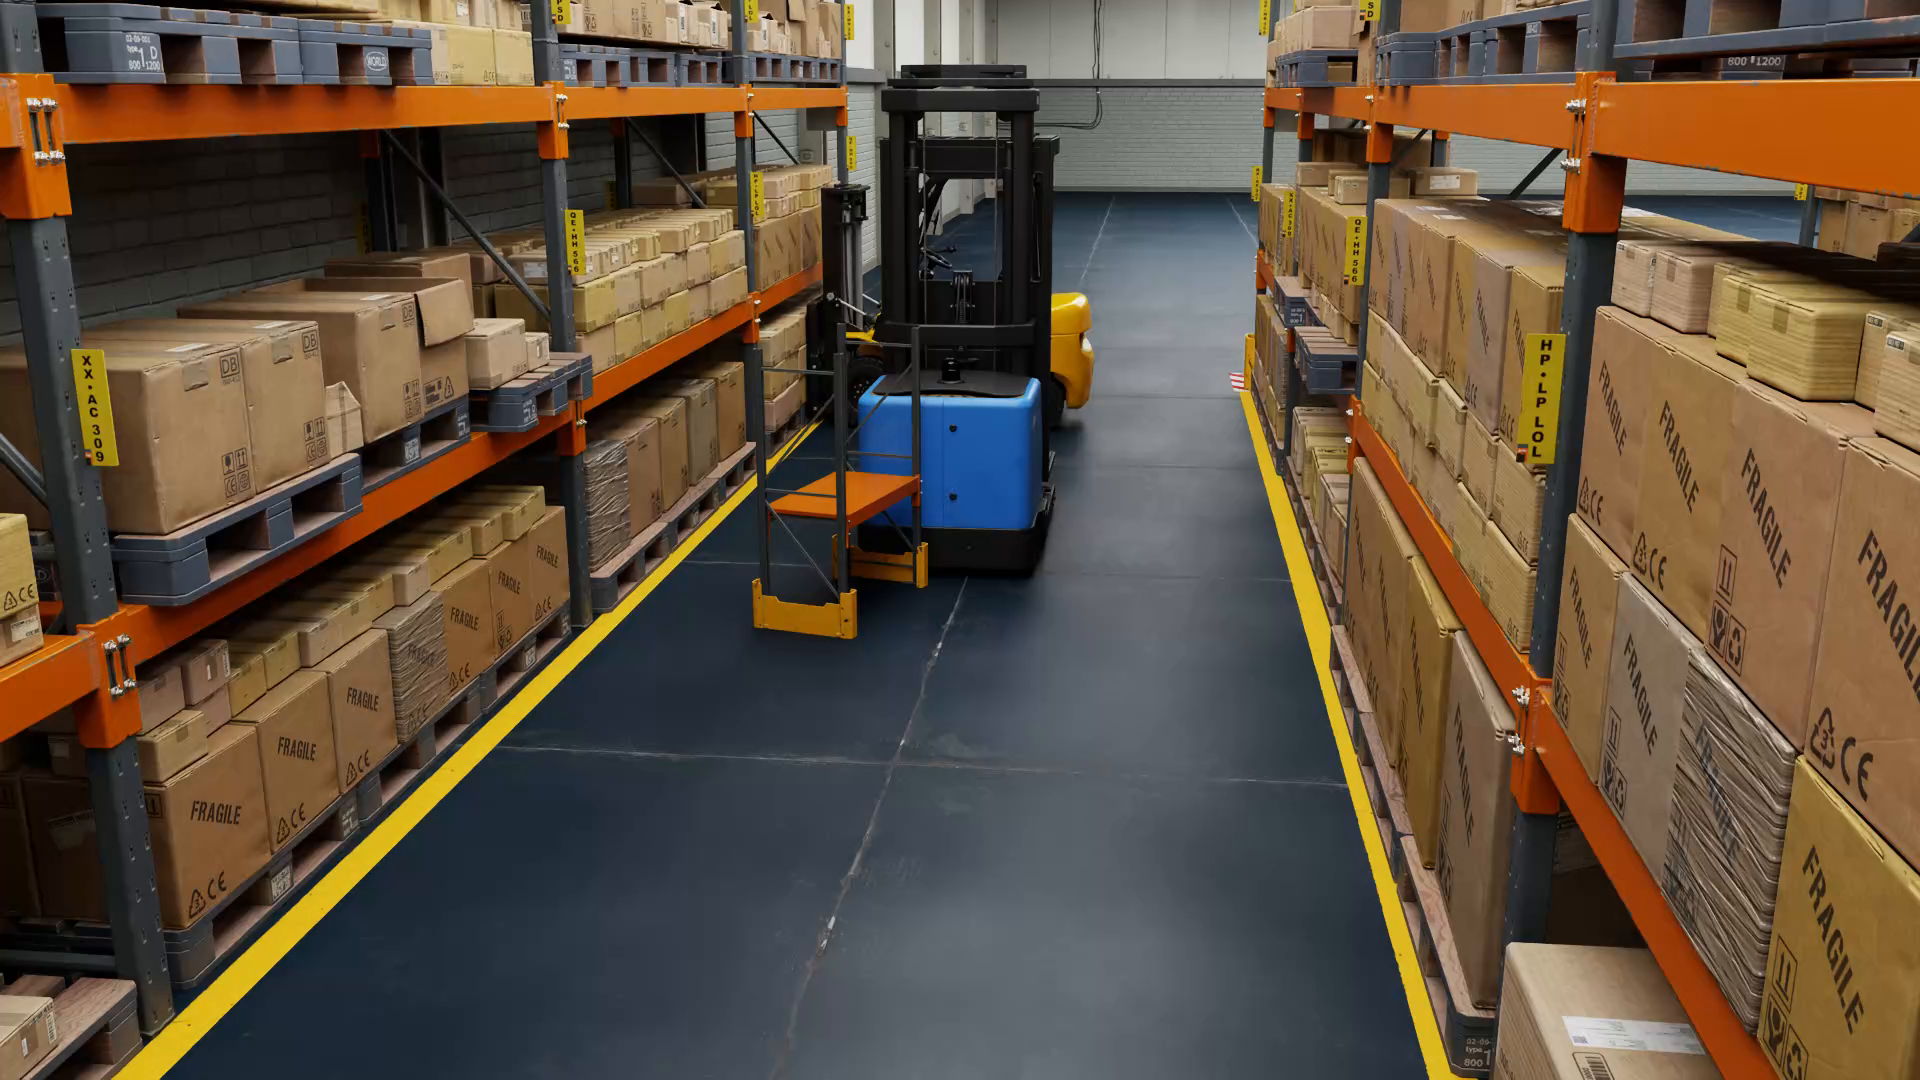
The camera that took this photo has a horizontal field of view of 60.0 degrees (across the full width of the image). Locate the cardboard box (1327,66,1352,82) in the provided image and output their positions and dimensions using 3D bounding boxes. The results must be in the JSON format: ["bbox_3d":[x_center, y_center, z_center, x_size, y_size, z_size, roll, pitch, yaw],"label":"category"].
[{"bbox_3d":[2.626,-3.309,11.888,0.380,0.149,0.250,2,15,7],"label":"cardboard box"}]

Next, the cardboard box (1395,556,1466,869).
[{"bbox_3d":[2.076,0.609,5.930,0.875,0.875,0.875,2,15,8],"label":"cardboard box"}]

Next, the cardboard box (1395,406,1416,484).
[{"bbox_3d":[2.032,-0.392,6.654,0.500,0.250,0.500,2,15,8],"label":"cardboard box"}]

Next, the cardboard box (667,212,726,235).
[{"bbox_3d":[-1.868,-2.235,11.748,0.380,0.149,0.250,1,15,5],"label":"cardboard box"}]

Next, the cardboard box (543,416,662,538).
[{"bbox_3d":[-2.340,-0.387,10.090,0.875,0.625,0.625,2,15,8],"label":"cardboard box"}]

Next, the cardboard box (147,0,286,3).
[{"bbox_3d":[-2.404,-1.803,5.322,0.380,0.149,0.250,2,15,7],"label":"cardboard box"}]

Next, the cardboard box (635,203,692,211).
[{"bbox_3d":[-2.257,-2.489,12.686,0.380,0.149,0.250,2,15,6],"label":"cardboard box"}]

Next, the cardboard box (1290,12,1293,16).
[{"bbox_3d":[2.683,-3.897,12.536,0.380,0.149,0.250,2,15,8],"label":"cardboard box"}]

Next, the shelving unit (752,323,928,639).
[{"bbox_3d":[-0.648,-0.361,9.122,0.587,1.500,1.083,6,16,20],"label":"shelving unit"}]

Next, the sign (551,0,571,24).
[{"bbox_3d":[-1.951,-2.680,8.091,0.100,0.325,0.005,2,15,6],"label":"sign"}]

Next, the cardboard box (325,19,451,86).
[{"bbox_3d":[-2.419,-1.974,6.758,0.500,0.250,0.500,2,15,6],"label":"cardboard box"}]

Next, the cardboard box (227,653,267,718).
[{"bbox_3d":[-2.664,0.503,5.797,0.380,0.149,0.250,1,15,3],"label":"cardboard box"}]

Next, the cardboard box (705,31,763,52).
[{"bbox_3d":[-1.686,-3.722,12.418,0.380,0.149,0.250,2,15,7],"label":"cardboard box"}]

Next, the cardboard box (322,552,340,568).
[{"bbox_3d":[-2.968,0.090,7.326,0.380,0.149,0.250,1,15,5],"label":"cardboard box"}]

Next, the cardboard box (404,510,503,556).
[{"bbox_3d":[-2.368,-0.034,7.783,0.380,0.149,0.250,1,15,4],"label":"cardboard box"}]

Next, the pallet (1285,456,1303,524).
[{"bbox_3d":[2.807,-0.343,11.527,1.003,0.211,1.213,2,15,6],"label":"pallet"}]

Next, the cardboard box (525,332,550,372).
[{"bbox_3d":[-2.183,-0.899,7.917,0.380,0.149,0.250,2,15,7],"label":"cardboard box"}]

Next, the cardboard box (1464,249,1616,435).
[{"bbox_3d":[1.843,-0.605,5.046,0.500,0.500,0.500,2,15,7],"label":"cardboard box"}]

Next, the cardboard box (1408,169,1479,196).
[{"bbox_3d":[2.994,-2.222,10.323,0.380,0.149,0.250,1,15,4],"label":"cardboard box"}]

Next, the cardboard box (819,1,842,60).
[{"bbox_3d":[-1.395,-4.699,15.360,0.500,0.500,0.500,2,15,8],"label":"cardboard box"}]

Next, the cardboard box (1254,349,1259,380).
[{"bbox_3d":[2.979,-1.603,15.307,0.500,0.250,0.500,2,15,6],"label":"cardboard box"}]

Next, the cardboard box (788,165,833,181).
[{"bbox_3d":[-1.418,-3.480,15.781,0.380,0.149,0.250,2,15,6],"label":"cardboard box"}]

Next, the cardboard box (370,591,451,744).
[{"bbox_3d":[-2.487,0.521,6.972,0.500,0.500,0.500,1,15,4],"label":"cardboard box"}]

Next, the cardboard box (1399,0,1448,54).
[{"bbox_3d":[2.559,-2.596,8.577,0.700,0.500,0.500,2,15,6],"label":"cardboard box"}]

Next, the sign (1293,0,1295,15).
[{"bbox_3d":[2.354,-3.603,11.503,0.100,0.325,0.005,2,15,6],"label":"sign"}]

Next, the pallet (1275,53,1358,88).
[{"bbox_3d":[2.718,-3.092,10.963,1.213,0.211,1.003,2,15,6],"label":"pallet"}]

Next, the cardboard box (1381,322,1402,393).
[{"bbox_3d":[2.081,-0.765,7.073,0.500,0.250,0.500,2,15,8],"label":"cardboard box"}]

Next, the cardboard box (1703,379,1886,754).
[{"bbox_3d":[1.565,0.032,2.689,0.500,0.500,0.500,2,15,7],"label":"cardboard box"}]

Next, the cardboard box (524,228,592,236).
[{"bbox_3d":[-2.500,-1.850,10.322,0.380,0.149,0.250,2,15,8],"label":"cardboard box"}]

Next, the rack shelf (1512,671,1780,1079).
[{"bbox_3d":[1.765,1.049,2.412,1.077,0.370,4.000,2,15,6],"label":"rack shelf"}]

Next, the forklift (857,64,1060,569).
[{"bbox_3d":[0.070,-1.578,10.884,1.130,2.935,3.031,2,15,6],"label":"forklift"}]

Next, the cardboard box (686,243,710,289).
[{"bbox_3d":[-1.954,-1.805,10.919,0.500,0.250,0.500,2,15,7],"label":"cardboard box"}]

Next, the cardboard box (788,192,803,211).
[{"bbox_3d":[-1.547,-2.873,14.108,0.380,0.149,0.250,1,15,5],"label":"cardboard box"}]

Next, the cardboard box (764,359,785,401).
[{"bbox_3d":[-1.677,-1.270,13.117,0.500,0.250,0.500,2,15,6],"label":"cardboard box"}]

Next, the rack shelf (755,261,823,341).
[{"bbox_3d":[-1.813,-2.208,14.460,1.077,0.370,4.000,2,15,6],"label":"rack shelf"}]

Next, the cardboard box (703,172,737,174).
[{"bbox_3d":[-2.040,-3.098,14.368,0.380,0.149,0.250,2,15,7],"label":"cardboard box"}]

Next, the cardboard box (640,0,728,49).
[{"bbox_3d":[-1.878,-3.498,11.279,0.500,0.311,0.500,1,15,4],"label":"cardboard box"}]

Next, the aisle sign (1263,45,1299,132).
[{"bbox_3d":[3.044,-4.209,15.501,0.394,0.787,0.004,2,15,6],"label":"aisle sign"}]

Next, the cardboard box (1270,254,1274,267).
[{"bbox_3d":[2.906,-2.461,14.497,0.380,0.149,0.250,2,15,8],"label":"cardboard box"}]

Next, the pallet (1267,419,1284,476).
[{"bbox_3d":[2.934,-0.721,12.922,1.003,0.211,1.213,2,15,6],"label":"pallet"}]

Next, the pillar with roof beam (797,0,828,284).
[{"bbox_3d":[2.393,-7.245,20.217,9.100,9.000,0.400,2,15,6],"label":"pillar with roof beam"}]

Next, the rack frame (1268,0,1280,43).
[{"bbox_3d":[3.345,-5.825,14.964,1.000,3.000,0.127,2,15,6],"label":"rack frame"}]

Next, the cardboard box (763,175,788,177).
[{"bbox_3d":[-1.641,-2.952,13.828,0.380,0.149,0.250,2,15,6],"label":"cardboard box"}]

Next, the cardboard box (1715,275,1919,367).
[{"bbox_3d":[1.609,-0.389,3.005,0.380,0.149,0.250,2,15,6],"label":"cardboard box"}]

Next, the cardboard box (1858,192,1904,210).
[{"bbox_3d":[8.026,-3.021,13.732,0.875,0.550,0.550,2,15,6],"label":"cardboard box"}]

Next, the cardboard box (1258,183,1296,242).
[{"bbox_3d":[3.016,-3.006,15.271,0.500,0.500,0.500,1,15,5],"label":"cardboard box"}]

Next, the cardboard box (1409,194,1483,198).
[{"bbox_3d":[2.951,-1.897,10.365,0.500,0.500,0.500,2,15,8],"label":"cardboard box"}]

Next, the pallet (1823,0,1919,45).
[{"bbox_3d":[1.748,-0.694,1.906,1.003,0.211,1.213,2,15,6],"label":"pallet"}]

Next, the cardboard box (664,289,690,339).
[{"bbox_3d":[-2.024,-1.433,10.503,0.500,0.250,0.500,2,15,8],"label":"cardboard box"}]

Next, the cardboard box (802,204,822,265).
[{"bbox_3d":[-1.507,-2.720,14.782,0.500,0.500,0.500,1,15,5],"label":"cardboard box"}]

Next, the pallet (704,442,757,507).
[{"bbox_3d":[-2.083,-0.498,12.100,1.003,0.211,1.213,2,15,6],"label":"pallet"}]

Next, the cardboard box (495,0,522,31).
[{"bbox_3d":[-2.291,-2.468,7.820,0.380,0.149,0.250,2,15,7],"label":"cardboard box"}]

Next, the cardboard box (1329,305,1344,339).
[{"bbox_3d":[2.188,-1.166,8.903,0.380,0.149,0.250,2,15,6],"label":"cardboard box"}]

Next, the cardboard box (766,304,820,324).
[{"bbox_3d":[-1.493,-1.909,14.521,0.500,0.250,0.500,1,15,5],"label":"cardboard box"}]

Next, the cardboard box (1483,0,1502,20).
[{"bbox_3d":[2.520,-2.291,6.644,0.700,0.500,0.500,1,15,3],"label":"cardboard box"}]

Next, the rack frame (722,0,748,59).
[{"bbox_3d":[-2.039,-4.933,11.664,1.000,3.000,0.127,2,15,6],"label":"rack frame"}]

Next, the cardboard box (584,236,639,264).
[{"bbox_3d":[-2.113,-1.705,9.788,0.380,0.149,0.250,2,15,7],"label":"cardboard box"}]
